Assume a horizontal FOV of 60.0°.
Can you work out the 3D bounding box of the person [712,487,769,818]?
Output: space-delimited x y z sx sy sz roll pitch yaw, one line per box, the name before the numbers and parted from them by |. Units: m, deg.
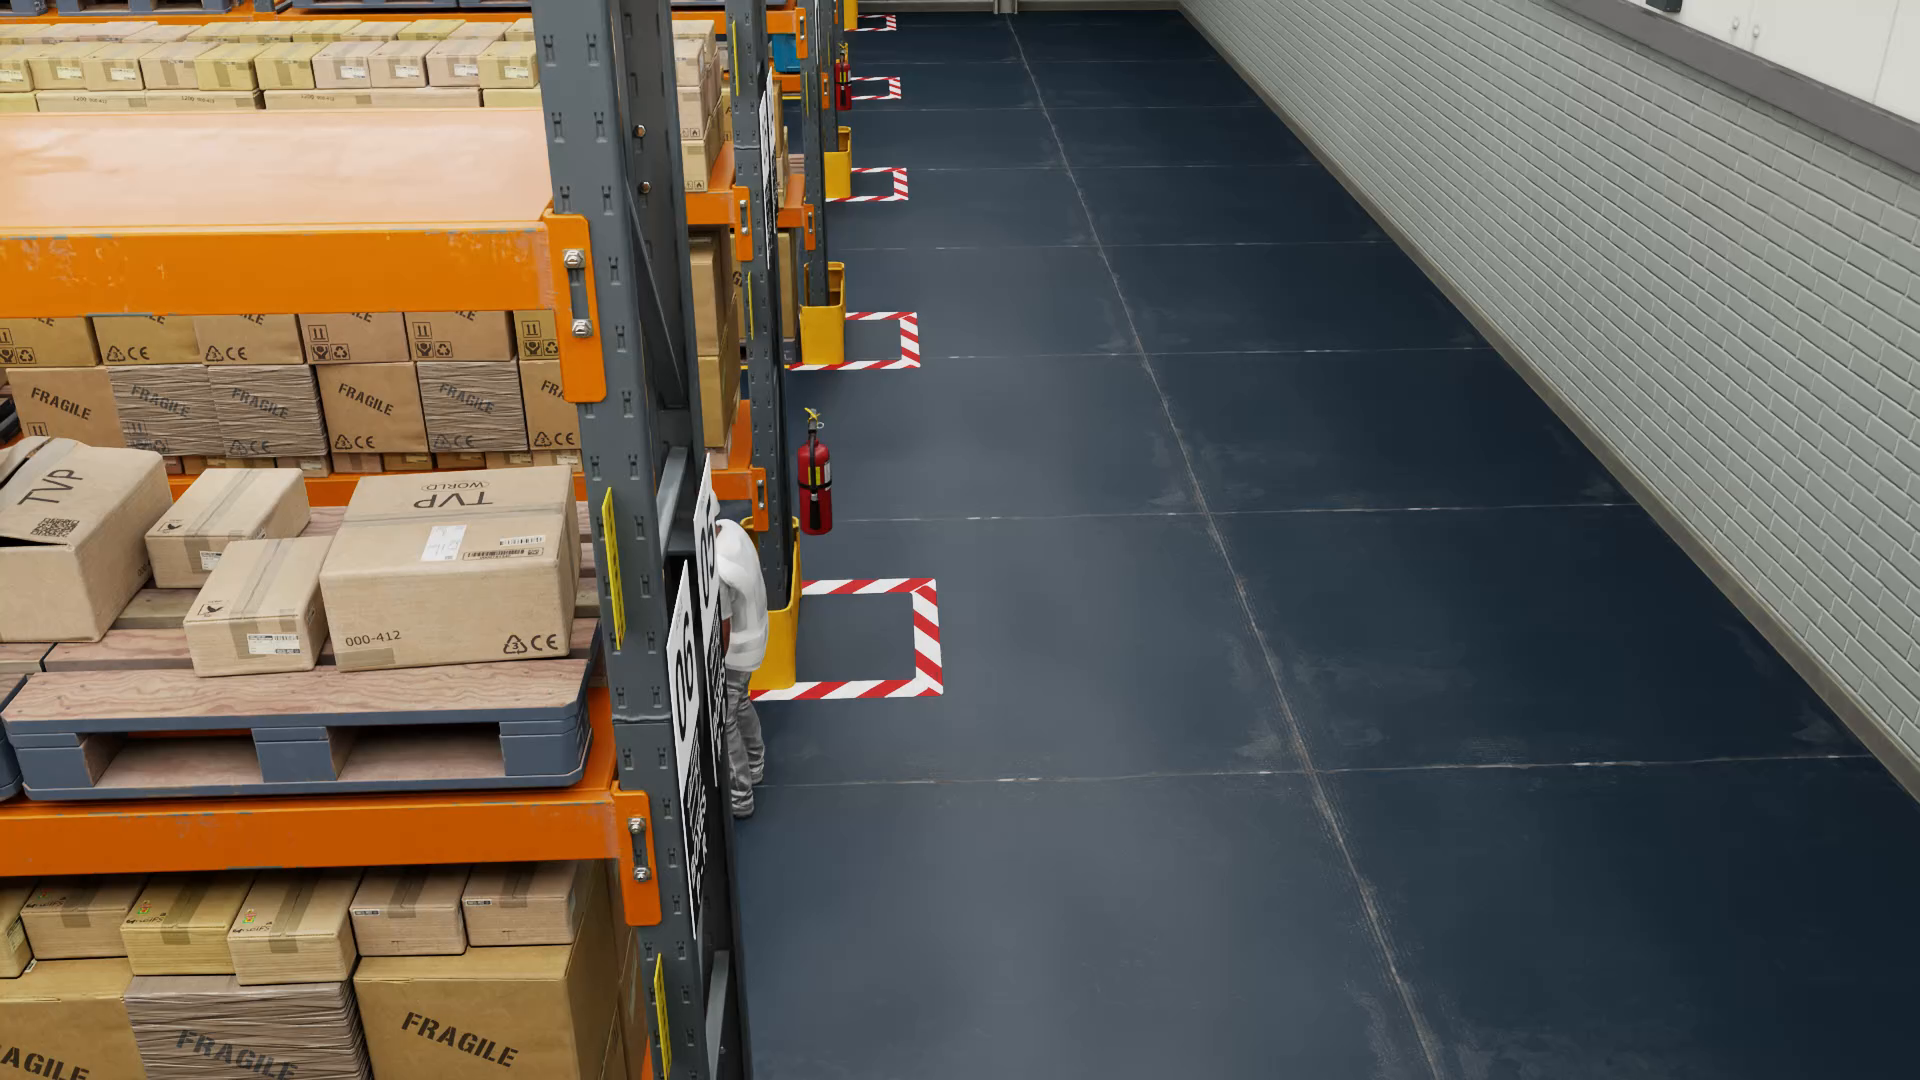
person | -1.146 0.512 7.975 0.446 1.774 0.617 4 28 7
